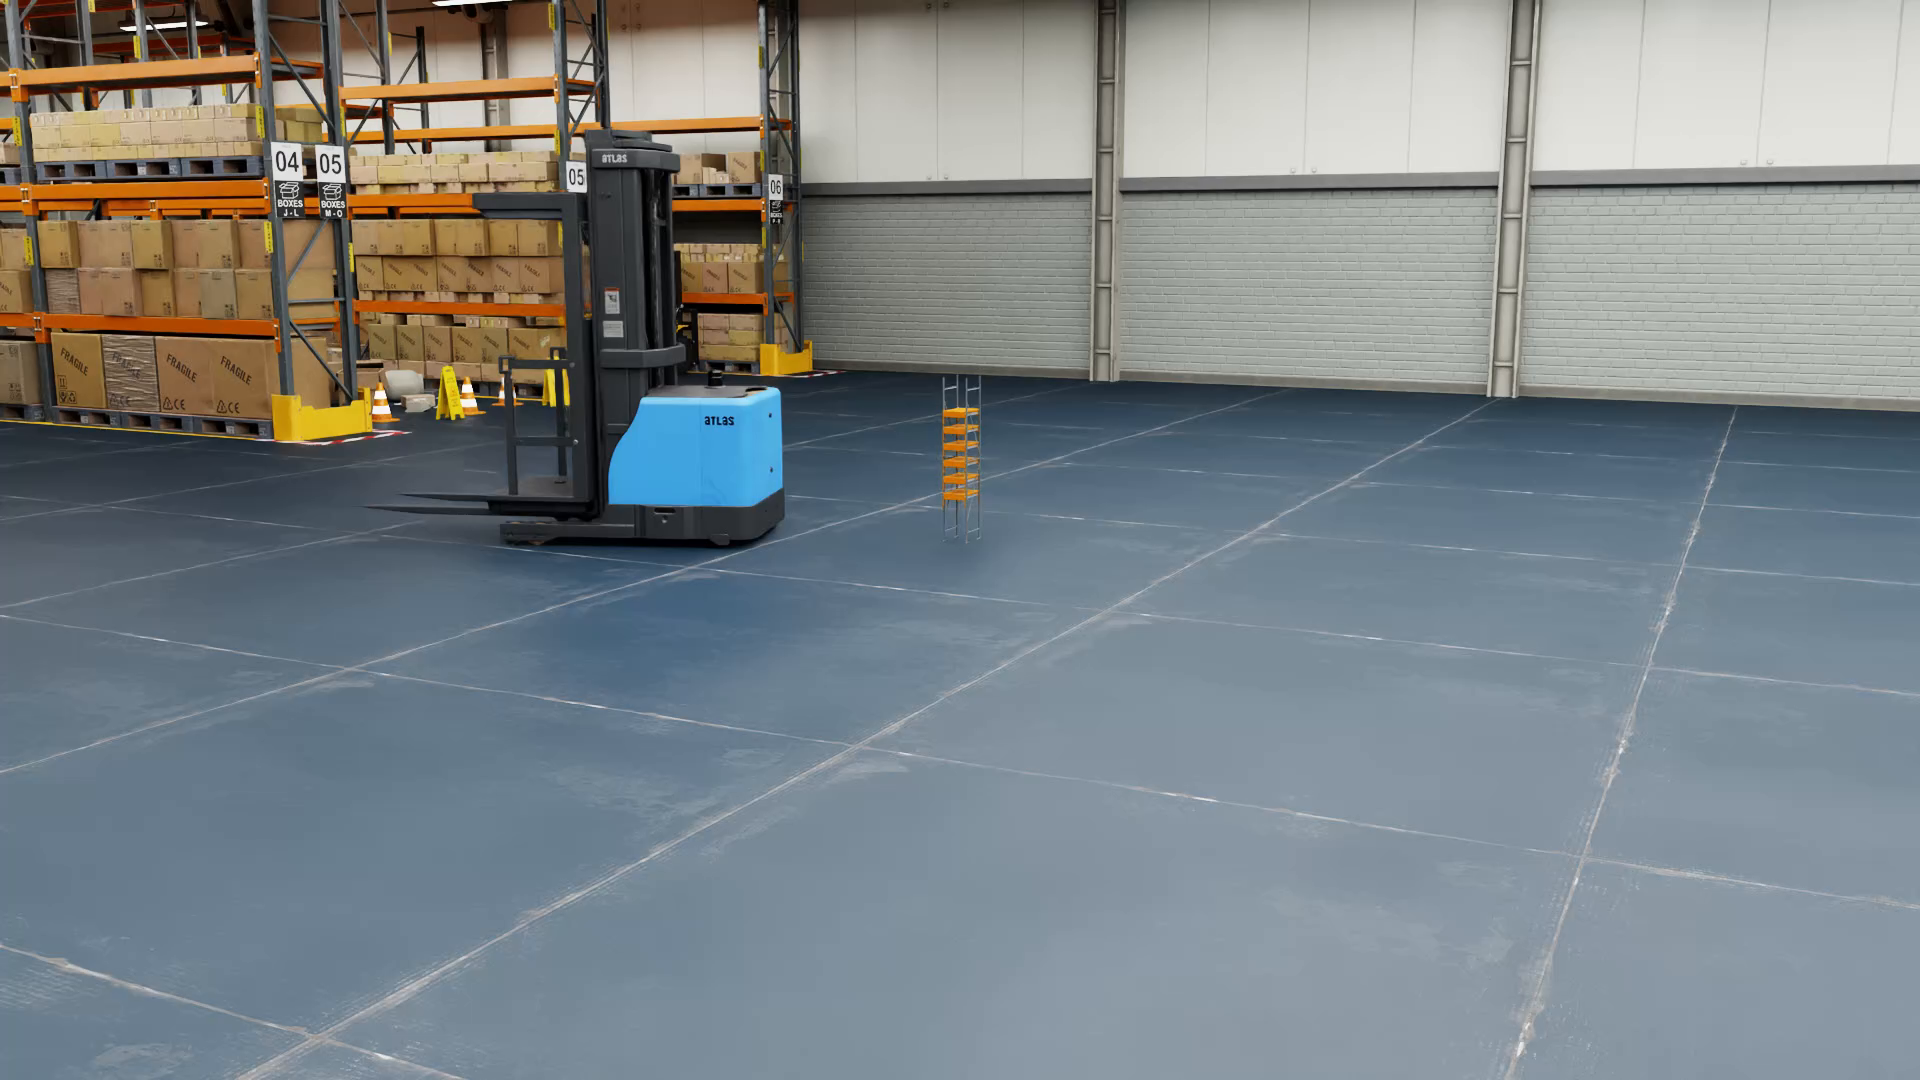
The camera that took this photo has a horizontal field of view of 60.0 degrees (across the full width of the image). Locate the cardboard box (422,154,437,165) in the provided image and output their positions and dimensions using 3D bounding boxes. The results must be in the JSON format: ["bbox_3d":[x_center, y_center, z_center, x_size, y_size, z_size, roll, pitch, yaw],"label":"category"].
[{"bbox_3d":[-7.340,-5.344,23.380,0.250,0.149,0.380,5,11,25],"label":"cardboard box"}]

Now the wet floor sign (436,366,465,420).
[{"bbox_3d":[-6.281,-1.812,20.430,0.232,0.644,0.267,3,11,16],"label":"wet floor sign"}]

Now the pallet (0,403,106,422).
[{"bbox_3d":[-11.495,-1.648,20.745,1.213,0.211,1.003,5,11,26],"label":"pallet"}]

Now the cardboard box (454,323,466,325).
[{"bbox_3d":[-7.106,-2.909,24.319,0.500,0.500,0.500,6,12,29],"label":"cardboard box"}]

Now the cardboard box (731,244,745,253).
[{"bbox_3d":[-3.540,-4.772,27.237,0.250,0.149,0.380,5,11,26],"label":"cardboard box"}]

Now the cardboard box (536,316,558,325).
[{"bbox_3d":[-6.950,-3.641,29.413,0.625,0.625,0.875,6,12,28],"label":"cardboard box"}]

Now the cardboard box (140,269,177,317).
[{"bbox_3d":[-8.979,-2.892,19.363,0.500,0.550,0.875,5,11,26],"label":"cardboard box"}]

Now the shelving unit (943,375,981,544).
[{"bbox_3d":[0.013,-0.589,12.117,0.189,1.200,0.258,5,11,26],"label":"shelving unit"}]

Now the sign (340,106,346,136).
[{"bbox_3d":[-6.932,-4.690,18.621,0.005,0.325,0.100,5,11,26],"label":"sign"}]

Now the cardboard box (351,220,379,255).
[{"bbox_3d":[-8.372,-4.389,24.132,0.500,0.500,0.700,5,11,25],"label":"cardboard box"}]

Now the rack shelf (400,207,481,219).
[{"bbox_3d":[-8.271,-5.843,29.689,4.000,0.370,1.077,5,11,26],"label":"rack shelf"}]

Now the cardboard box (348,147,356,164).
[{"bbox_3d":[-9.246,-5.651,24.444,0.500,0.250,0.500,5,12,27],"label":"cardboard box"}]

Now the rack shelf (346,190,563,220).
[{"bbox_3d":[-6.877,-4.735,23.566,4.000,0.370,1.077,5,11,26],"label":"rack shelf"}]

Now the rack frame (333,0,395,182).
[{"bbox_3d":[-8.670,-6.722,24.106,0.127,3.000,1.000,5,11,26],"label":"rack frame"}]

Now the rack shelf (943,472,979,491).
[{"bbox_3d":[0.013,-0.427,12.146,0.180,0.103,0.258,5,11,26],"label":"rack shelf"}]

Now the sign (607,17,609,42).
[{"bbox_3d":[-4.843,-6.992,22.752,0.005,0.325,0.100,5,11,26],"label":"sign"}]

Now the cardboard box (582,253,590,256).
[{"bbox_3d":[-6.308,-4.865,28.584,0.250,0.149,0.380,5,11,25],"label":"cardboard box"}]

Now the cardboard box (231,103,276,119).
[{"bbox_3d":[-7.635,-4.630,17.971,0.250,0.149,0.380,5,11,26],"label":"cardboard box"}]

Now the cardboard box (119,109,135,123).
[{"bbox_3d":[-9.229,-4.770,18.745,0.250,0.149,0.380,5,11,26],"label":"cardboard box"}]

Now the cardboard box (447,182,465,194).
[{"bbox_3d":[-6.924,-4.905,23.191,0.250,0.149,0.380,5,11,25],"label":"cardboard box"}]

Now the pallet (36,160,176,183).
[{"bbox_3d":[-10.041,-4.338,19.603,1.213,0.211,1.003,5,11,26],"label":"pallet"}]

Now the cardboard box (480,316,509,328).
[{"bbox_3d":[-6.500,-3.057,23.313,0.250,0.149,0.380,5,12,27],"label":"cardboard box"}]

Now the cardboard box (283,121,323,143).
[{"bbox_3d":[-7.502,-4.540,18.596,0.500,0.250,0.500,5,11,26],"label":"cardboard box"}]

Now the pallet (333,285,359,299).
[{"bbox_3d":[-9.291,-3.759,25.118,1.213,0.211,1.003,5,11,26],"label":"pallet"}]

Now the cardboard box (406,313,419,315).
[{"bbox_3d":[-10.394,-4.265,31.393,0.250,0.149,0.380,6,12,29],"label":"cardboard box"}]

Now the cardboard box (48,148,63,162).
[{"bbox_3d":[-10.361,-4.477,19.367,0.250,0.149,0.380,5,11,26],"label":"cardboard box"}]

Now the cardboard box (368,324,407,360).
[{"bbox_3d":[-8.261,-2.903,24.285,0.500,0.500,0.500,6,12,29],"label":"cardboard box"}]

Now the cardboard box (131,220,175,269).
[{"bbox_3d":[-9.007,-3.413,19.210,0.500,0.550,0.875,5,11,26],"label":"cardboard box"}]

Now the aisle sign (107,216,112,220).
[{"bbox_3d":[-17.430,-6.747,33.785,0.004,0.787,0.394,5,11,26],"label":"aisle sign"}]

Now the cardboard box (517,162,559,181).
[{"bbox_3d":[-5.661,-5.001,22.603,0.500,0.250,0.500,5,11,25],"label":"cardboard box"}]

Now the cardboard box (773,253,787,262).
[{"bbox_3d":[-3.080,-4.685,27.590,0.250,0.149,0.380,5,11,24],"label":"cardboard box"}]

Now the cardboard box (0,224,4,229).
[{"bbox_3d":[-16.262,-5.235,27.820,0.250,0.149,0.380,5,11,25],"label":"cardboard box"}]

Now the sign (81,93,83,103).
[{"bbox_3d":[-17.479,-8.873,33.143,0.005,0.325,0.100,5,11,26],"label":"sign"}]

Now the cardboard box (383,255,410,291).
[{"bbox_3d":[-7.939,-3.851,23.969,0.500,0.500,0.500,5,11,26],"label":"cardboard box"}]

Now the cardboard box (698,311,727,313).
[{"bbox_3d":[-4.131,-3.742,28.216,0.500,0.250,0.500,5,11,25],"label":"cardboard box"}]

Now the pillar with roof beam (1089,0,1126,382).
[{"bbox_3d":[0.360,-6.239,21.433,0.400,9.000,9.100,5,11,26],"label":"pillar with roof beam"}]

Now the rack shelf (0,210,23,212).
[{"bbox_3d":[-17.638,-5.680,28.791,4.000,0.370,1.077,5,11,26],"label":"rack shelf"}]

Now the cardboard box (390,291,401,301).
[{"bbox_3d":[-8.028,-3.543,24.089,0.250,0.149,0.380,5,11,26],"label":"cardboard box"}]

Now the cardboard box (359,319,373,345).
[{"bbox_3d":[-10.983,-3.895,31.170,0.500,0.500,0.500,5,11,25],"label":"cardboard box"}]

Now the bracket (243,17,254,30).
[{"bbox_3d":[-13.662,-10.026,32.254,0.430,0.232,0.235,5,11,26],"label":"bracket"}]

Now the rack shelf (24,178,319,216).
[{"bbox_3d":[-8.976,-3.936,19.154,4.000,0.370,1.077,5,11,26],"label":"rack shelf"}]

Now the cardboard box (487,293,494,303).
[{"bbox_3d":[-6.422,-3.411,23.359,0.250,0.149,0.380,5,11,27],"label":"cardboard box"}]

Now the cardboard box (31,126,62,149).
[{"bbox_3d":[-10.455,-4.693,19.441,0.500,0.250,0.500,5,11,26],"label":"cardboard box"}]

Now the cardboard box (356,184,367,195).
[{"bbox_3d":[-8.497,-5.058,24.039,0.250,0.149,0.380,5,11,25],"label":"cardboard box"}]

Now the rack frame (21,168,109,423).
[{"bbox_3d":[-10.770,-2.972,20.228,0.127,3.000,1.000,5,11,26],"label":"rack frame"}]

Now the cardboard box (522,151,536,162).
[{"bbox_3d":[-5.731,-5.206,22.615,0.250,0.149,0.380,5,12,27],"label":"cardboard box"}]

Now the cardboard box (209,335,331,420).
[{"bbox_3d":[-7.820,-1.861,18.875,0.875,0.875,0.875,5,11,26],"label":"cardboard box"}]

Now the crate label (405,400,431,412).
[{"bbox_3d":[-6.958,-1.722,21.362,0.298,0.136,0.250,-1,10,-4],"label":"crate label"}]

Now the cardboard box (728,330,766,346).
[{"bbox_3d":[-3.465,-3.336,27.379,0.500,0.250,0.500,5,11,25],"label":"cardboard box"}]

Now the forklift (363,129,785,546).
[{"bbox_3d":[-2.898,-1.496,12.267,3.031,2.935,1.130,1,10,7],"label":"forklift"}]

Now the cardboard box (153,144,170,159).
[{"bbox_3d":[-8.770,-4.337,18.594,0.250,0.149,0.380,5,11,26],"label":"cardboard box"}]

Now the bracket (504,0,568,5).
[{"bbox_3d":[-5.956,-9.349,28.513,4.783,0.066,0.076,5,11,26],"label":"bracket"}]
